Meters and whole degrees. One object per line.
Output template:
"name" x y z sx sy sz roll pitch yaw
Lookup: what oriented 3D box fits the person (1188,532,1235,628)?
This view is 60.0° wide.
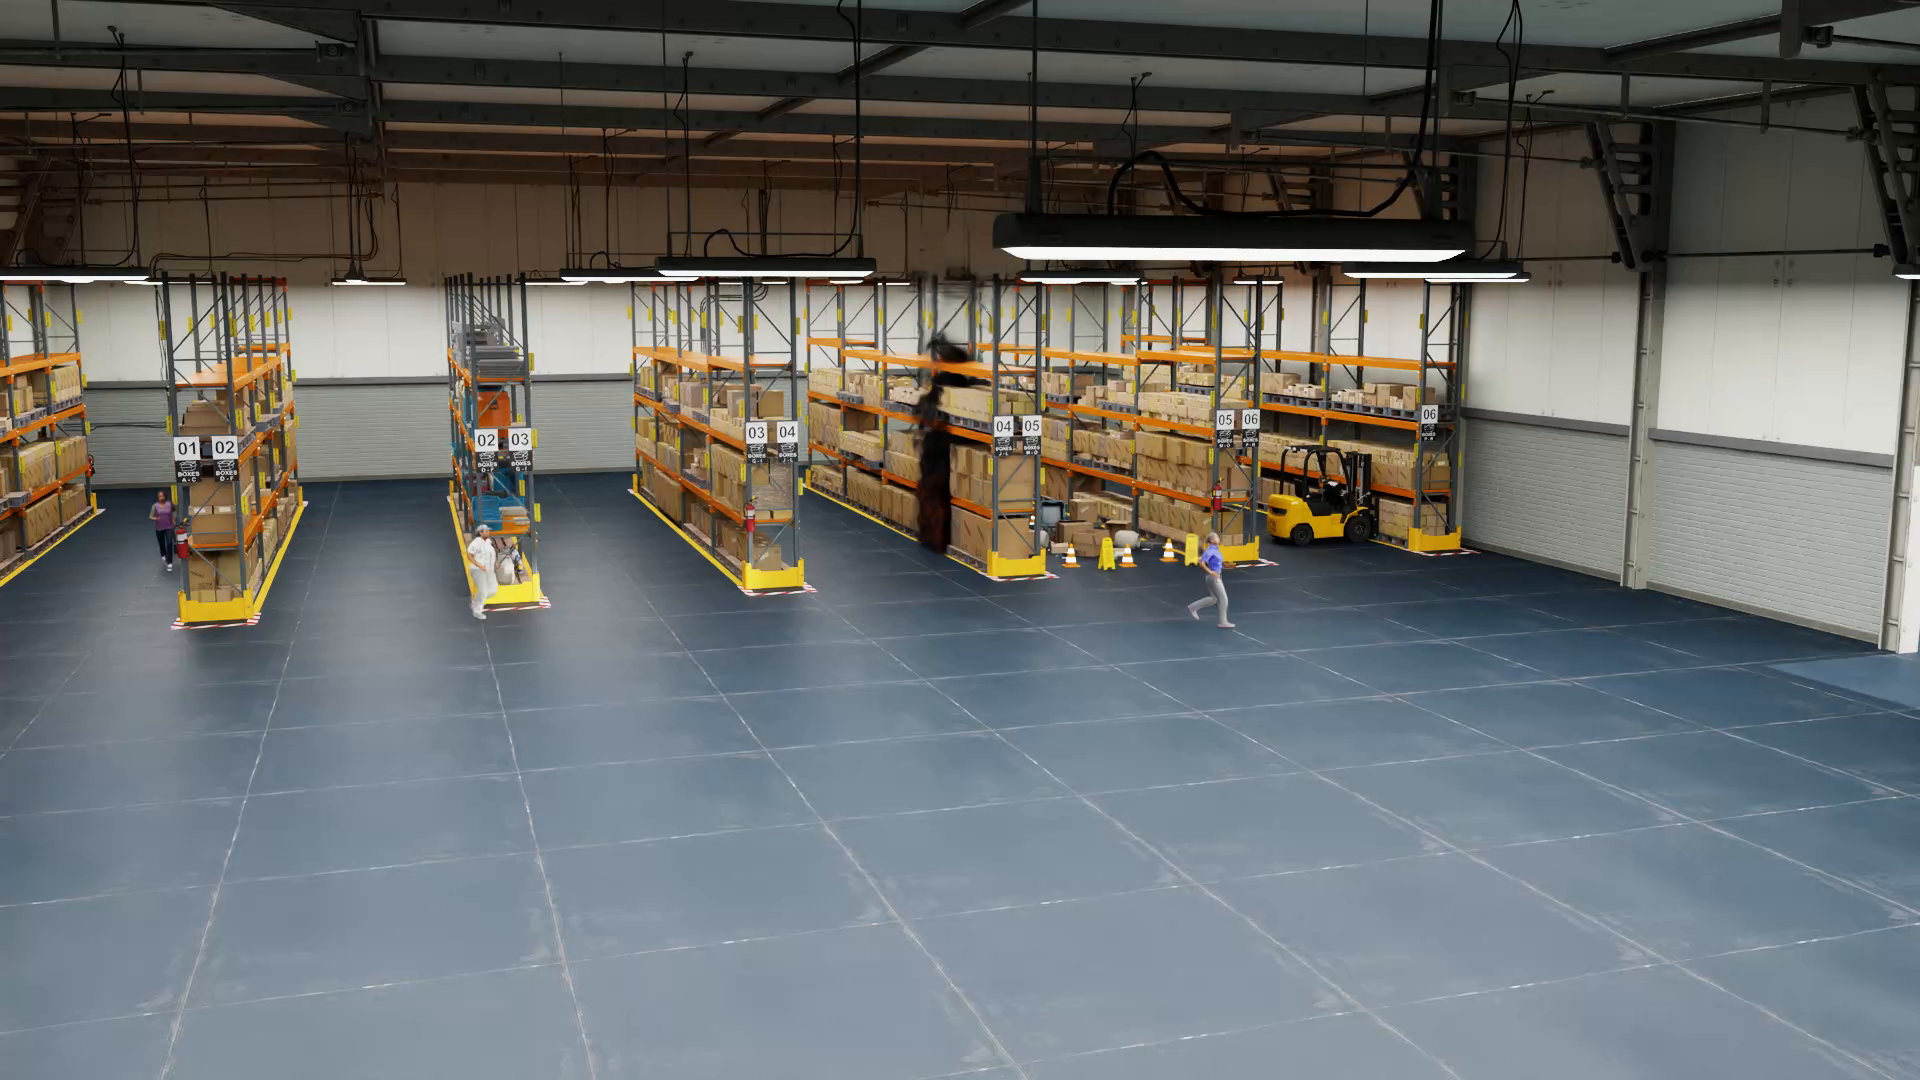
"person" 4.298 0.667 28.273 0.793 1.623 0.588 2 9 16

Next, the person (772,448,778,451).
"person" -5.366 -2.254 47.209 0.737 1.726 0.629 0 9 -3

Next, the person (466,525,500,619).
"person" -8.350 0.543 29.218 0.483 1.622 0.672 4 9 24

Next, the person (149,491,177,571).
"person" -16.295 -0.212 34.053 0.537 1.596 0.878 -4 10 -26
